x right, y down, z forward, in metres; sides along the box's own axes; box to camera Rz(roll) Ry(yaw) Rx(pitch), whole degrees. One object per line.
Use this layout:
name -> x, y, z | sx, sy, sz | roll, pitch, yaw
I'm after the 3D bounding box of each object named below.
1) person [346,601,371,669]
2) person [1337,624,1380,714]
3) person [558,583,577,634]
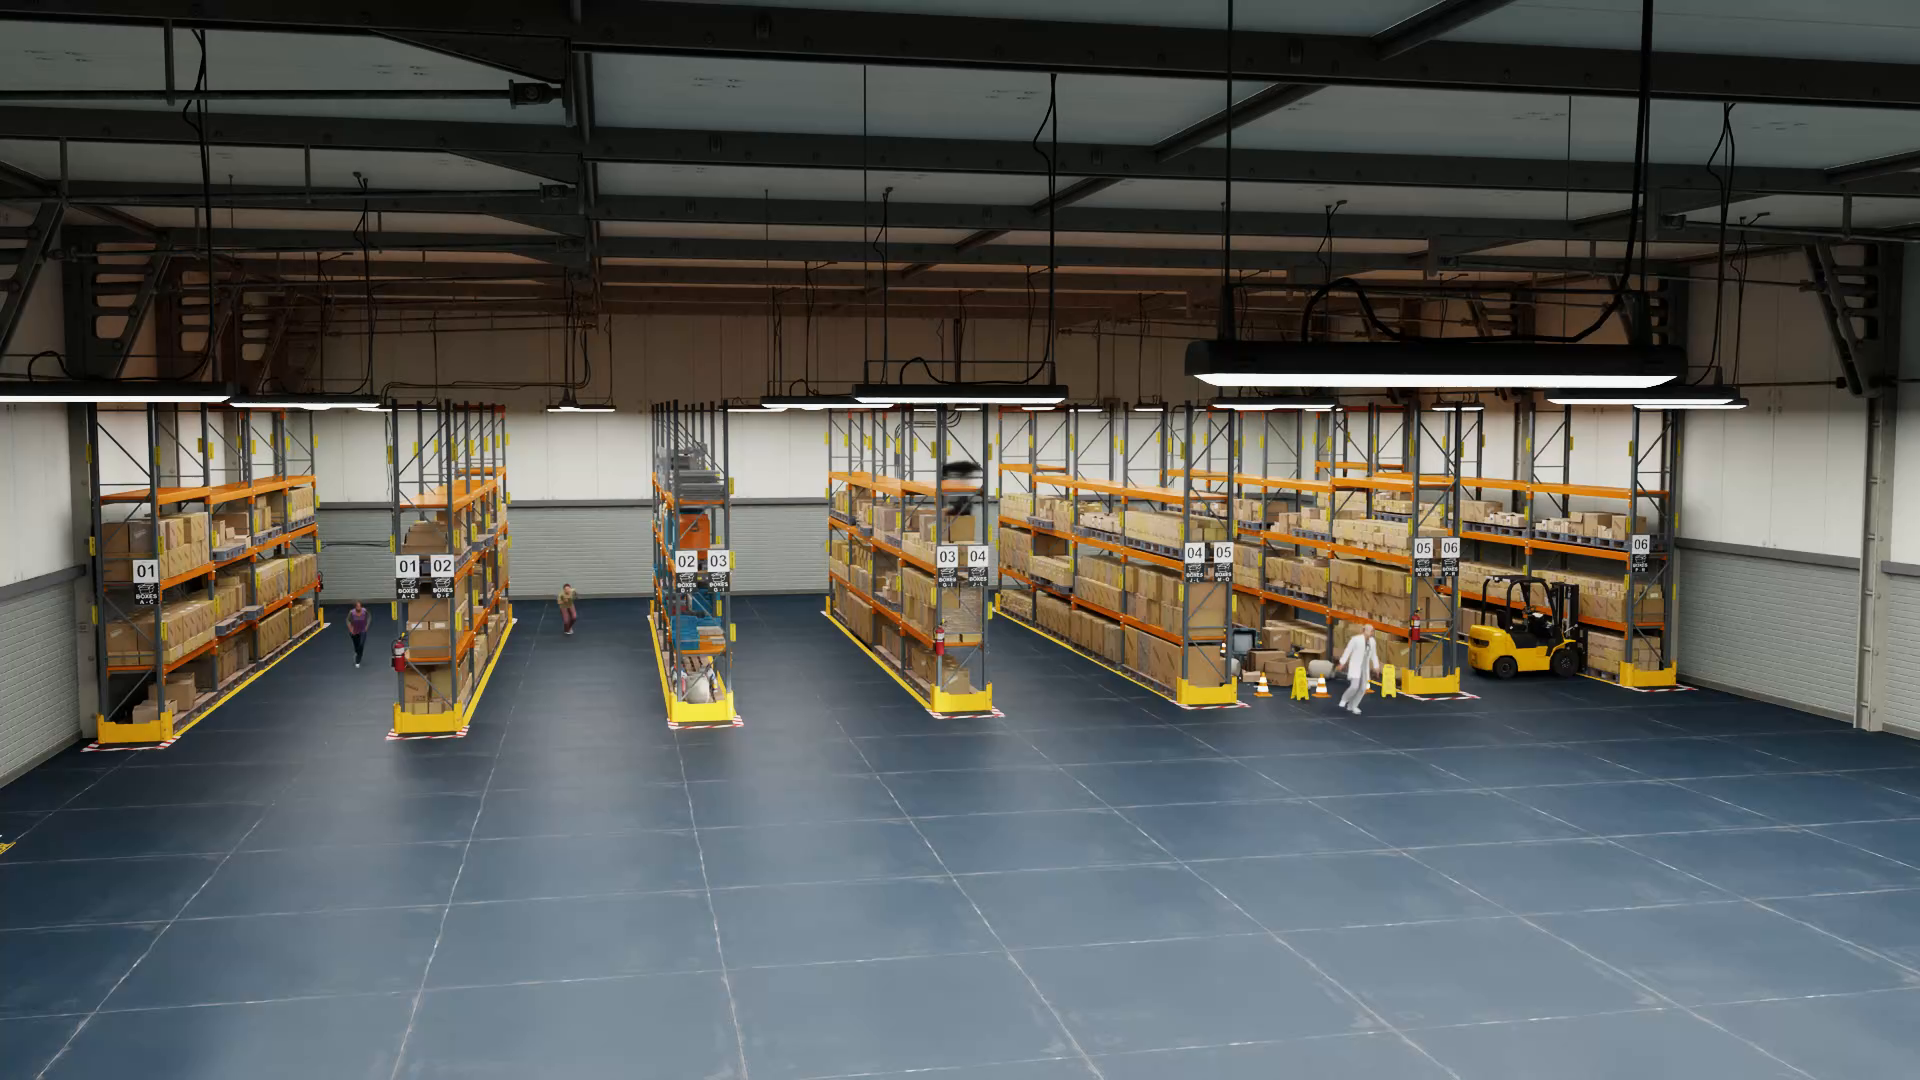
person -> -13.705, 2.125, 37.888 | 0.550, 1.552, 0.866 | -2, 5, -25
person -> 7.642, 2.461, 31.878 | 0.731, 1.748, 0.554 | -2, 5, -26
person -> -10.147, 1.776, 42.999 | 0.590, 1.395, 0.938 | -2, 5, -27
